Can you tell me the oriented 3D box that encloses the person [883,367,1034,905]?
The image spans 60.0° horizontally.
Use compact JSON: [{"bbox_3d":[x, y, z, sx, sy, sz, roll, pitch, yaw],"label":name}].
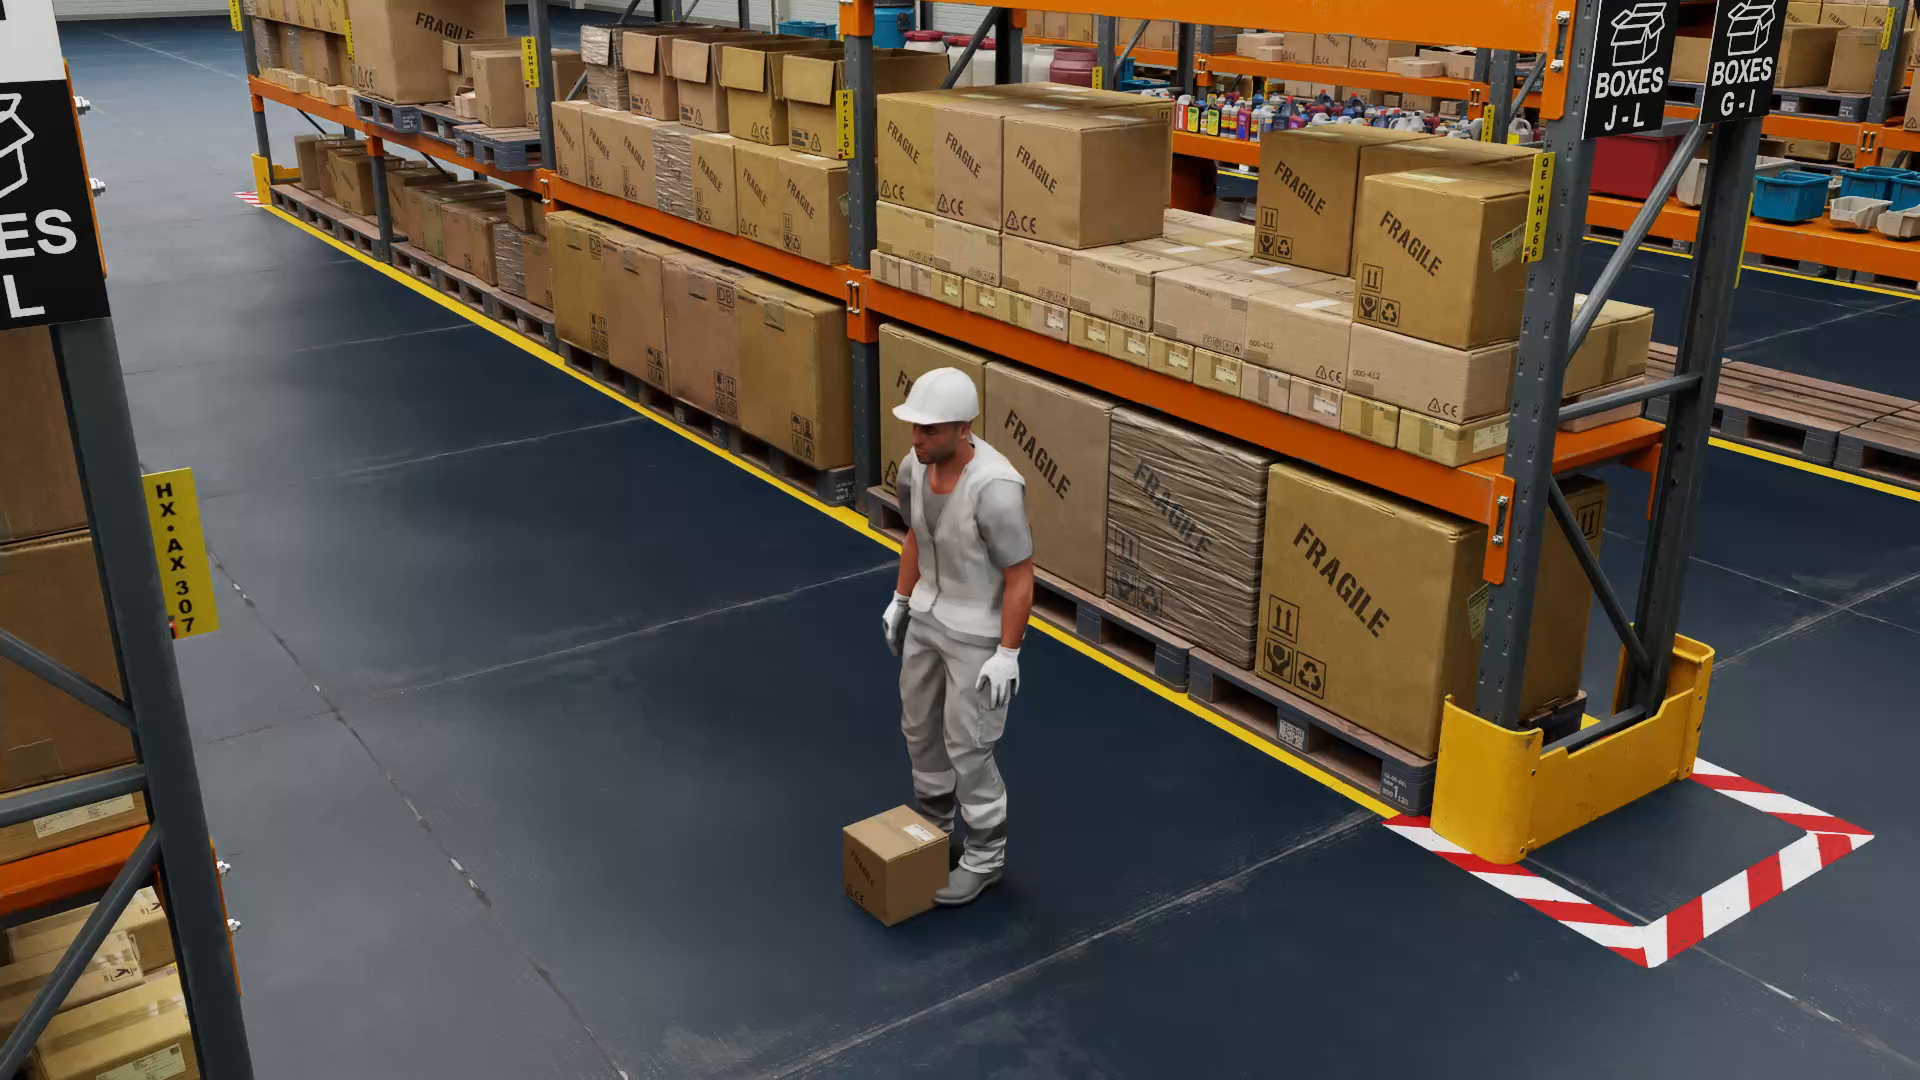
[{"bbox_3d":[-0.024,0.301,5.286,0.452,1.778,0.613,-16,27,-36],"label":"person"}]
